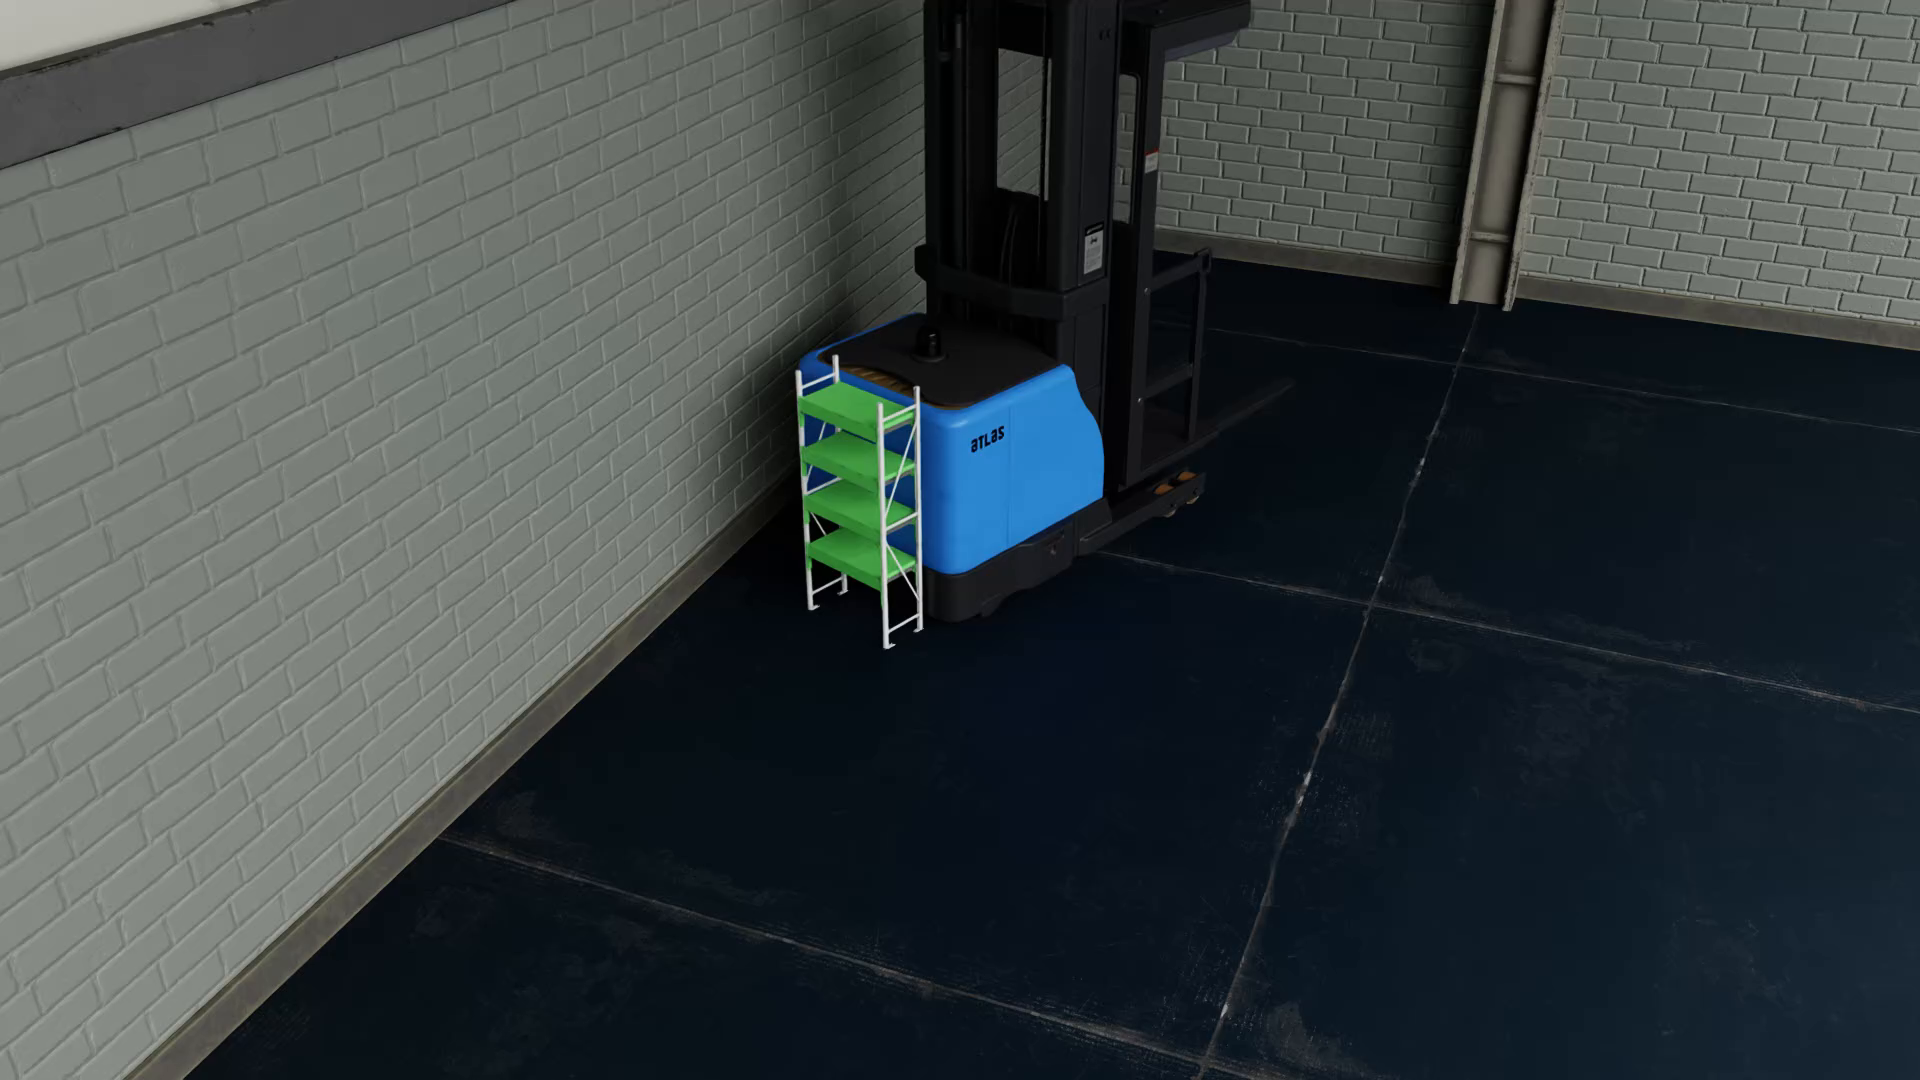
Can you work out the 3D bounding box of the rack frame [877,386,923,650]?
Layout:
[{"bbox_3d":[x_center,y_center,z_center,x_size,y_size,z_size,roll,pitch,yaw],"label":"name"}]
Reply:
[{"bbox_3d":[-0.255,-0.078,7.169,0.015,1.200,0.240,24,37,36],"label":"rack frame"}]

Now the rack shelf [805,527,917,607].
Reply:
[{"bbox_3d":[-0.436,0.106,7.461,0.480,0.148,0.258,24,37,36],"label":"rack shelf"}]

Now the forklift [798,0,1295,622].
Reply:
[{"bbox_3d":[0.618,-1.545,8.005,1.130,2.935,3.031,25,38,36],"label":"forklift"}]

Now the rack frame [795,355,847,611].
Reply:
[{"bbox_3d":[-0.616,-0.240,7.455,0.015,1.200,0.240,24,37,36],"label":"rack frame"}]

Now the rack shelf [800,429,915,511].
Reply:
[{"bbox_3d":[-0.436,-0.312,7.225,0.480,0.148,0.258,24,37,36],"label":"rack shelf"}]

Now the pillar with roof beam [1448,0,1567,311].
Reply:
[{"bbox_3d":[1.864,-3.561,5.404,0.400,9.000,9.100,11,31,19],"label":"pillar with roof beam"}]

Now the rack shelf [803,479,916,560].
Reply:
[{"bbox_3d":[-0.436,-0.103,7.343,0.480,0.148,0.258,24,37,36],"label":"rack shelf"}]

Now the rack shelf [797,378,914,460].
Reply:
[{"bbox_3d":[-0.436,-0.521,7.107,0.480,0.148,0.258,24,37,36],"label":"rack shelf"}]

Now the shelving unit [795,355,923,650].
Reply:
[{"bbox_3d":[-0.436,-0.159,7.312,0.503,1.200,0.258,24,37,36],"label":"shelving unit"}]
